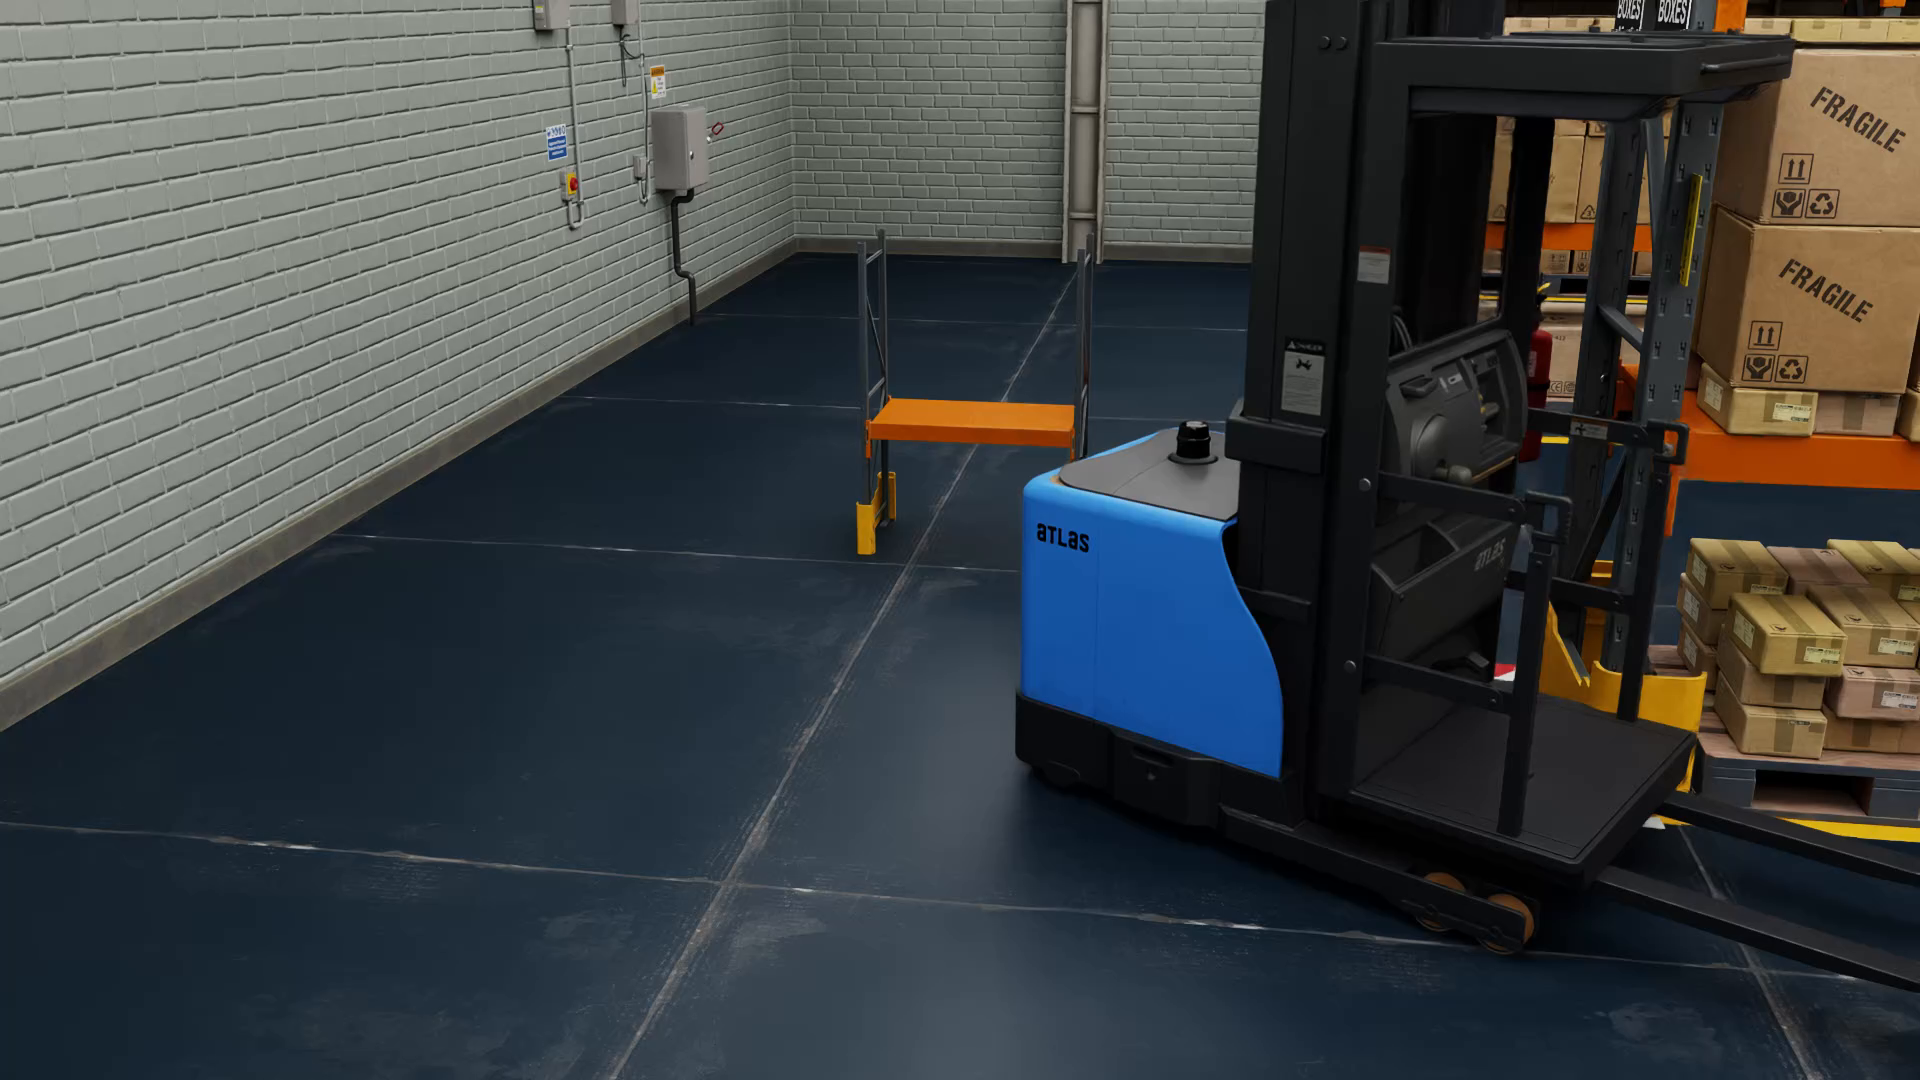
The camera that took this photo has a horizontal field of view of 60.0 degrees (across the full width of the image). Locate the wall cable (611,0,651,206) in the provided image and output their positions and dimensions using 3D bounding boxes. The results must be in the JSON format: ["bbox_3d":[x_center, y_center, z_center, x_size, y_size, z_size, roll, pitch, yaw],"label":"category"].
[{"bbox_3d":[-2.394,-3.450,12.286,0.122,1.984,0.588,3,19,9],"label":"wall cable"}]

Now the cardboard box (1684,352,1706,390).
[{"bbox_3d":[2.645,-0.644,5.896,0.250,0.149,0.380,3,19,9],"label":"cardboard box"}]

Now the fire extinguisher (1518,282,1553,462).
[{"bbox_3d":[2.103,-0.635,6.182,0.183,0.674,0.296,3,19,9],"label":"fire extinguisher"}]

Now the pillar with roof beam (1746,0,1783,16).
[{"bbox_3d":[6.470,-5.414,10.303,0.400,9.000,9.100,3,19,9],"label":"pillar with roof beam"}]

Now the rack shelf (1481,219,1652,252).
[{"bbox_3d":[4.939,-1.805,10.104,4.000,0.370,1.077,3,19,9],"label":"rack shelf"}]

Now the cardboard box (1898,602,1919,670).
[{"bbox_3d":[3.262,0.341,5.449,0.250,0.149,0.380,3,19,9],"label":"cardboard box"}]

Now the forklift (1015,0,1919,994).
[{"bbox_3d":[1.655,-0.394,4.862,3.031,2.935,1.130,14,23,37],"label":"forklift"}]

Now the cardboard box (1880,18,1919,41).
[{"bbox_3d":[5.307,-2.875,9.412,0.250,0.149,0.380,3,19,7],"label":"cardboard box"}]

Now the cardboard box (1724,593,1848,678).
[{"bbox_3d":[2.742,0.312,5.535,0.250,0.149,0.380,2,19,6],"label":"cardboard box"}]

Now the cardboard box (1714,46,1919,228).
[{"bbox_3d":[2.680,-1.248,5.103,0.500,0.500,0.500,3,19,8],"label":"cardboard box"}]

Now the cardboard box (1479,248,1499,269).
[{"bbox_3d":[4.750,-2.555,15.044,0.250,0.149,0.380,2,19,6],"label":"cardboard box"}]

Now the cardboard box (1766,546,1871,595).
[{"bbox_3d":[3.080,0.158,5.998,0.250,0.149,0.380,3,19,10],"label":"cardboard box"}]

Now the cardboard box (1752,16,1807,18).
[{"bbox_3d":[4.875,-3.055,9.949,0.250,0.149,0.380,4,19,10],"label":"cardboard box"}]

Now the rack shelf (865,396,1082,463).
[{"bbox_3d":[0.084,-0.536,8.109,1.000,0.185,0.538,3,19,9],"label":"rack shelf"}]

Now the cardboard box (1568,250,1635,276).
[{"bbox_3d":[5.680,-2.642,14.750,0.500,0.500,0.500,3,19,10],"label":"cardboard box"}]

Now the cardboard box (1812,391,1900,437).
[{"bbox_3d":[2.804,-0.453,5.326,0.250,0.149,0.380,4,19,11],"label":"cardboard box"}]

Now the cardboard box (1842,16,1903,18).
[{"bbox_3d":[5.374,-3.021,9.848,0.250,0.149,0.380,3,19,8],"label":"cardboard box"}]

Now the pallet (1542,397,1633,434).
[{"bbox_3d":[3.766,-0.909,10.686,1.213,0.211,1.003,3,19,9],"label":"pallet"}]

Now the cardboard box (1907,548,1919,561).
[{"bbox_3d":[3.602,0.164,5.980,0.250,0.149,0.380,2,19,6],"label":"cardboard box"}]

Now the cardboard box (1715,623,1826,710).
[{"bbox_3d":[2.755,0.428,5.660,0.250,0.149,0.380,4,19,11],"label":"cardboard box"}]

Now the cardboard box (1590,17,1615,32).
[{"bbox_3d":[3.779,-2.932,9.582,0.250,0.149,0.380,4,19,10],"label":"cardboard box"}]

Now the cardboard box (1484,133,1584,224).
[{"bbox_3d":[3.392,-2.180,9.934,0.500,0.500,0.500,3,19,8],"label":"cardboard box"}]

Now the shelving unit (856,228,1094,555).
[{"bbox_3d":[0.075,-0.707,8.054,1.083,1.500,0.587,3,19,9],"label":"shelving unit"}]

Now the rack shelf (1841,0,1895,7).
[{"bbox_3d":[5.722,-4.783,14.276,4.000,0.370,1.077,3,19,9],"label":"rack shelf"}]

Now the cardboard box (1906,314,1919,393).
[{"bbox_3d":[3.210,-0.751,5.195,0.500,0.500,0.500,3,19,9],"label":"cardboard box"}]

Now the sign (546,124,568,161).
[{"bbox_3d":[-2.675,-2.639,11.038,0.001,0.218,0.327,3,19,9],"label":"sign"}]

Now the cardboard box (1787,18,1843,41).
[{"bbox_3d":[4.795,-2.880,9.428,0.250,0.149,0.380,2,19,7],"label":"cardboard box"}]

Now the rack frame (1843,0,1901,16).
[{"bbox_3d":[7.697,-3.601,14.337,0.127,3.000,1.000,3,19,9],"label":"rack frame"}]

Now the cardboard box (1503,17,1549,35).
[{"bbox_3d":[3.271,-2.971,9.701,0.250,0.149,0.380,3,19,10],"label":"cardboard box"}]

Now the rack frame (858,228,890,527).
[{"bbox_3d":[-0.418,-0.733,8.129,0.032,1.500,0.500,3,19,9],"label":"rack frame"}]

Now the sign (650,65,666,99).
[{"bbox_3d":[-2.343,-3.559,12.911,0.001,0.242,0.339,3,19,9],"label":"sign"}]

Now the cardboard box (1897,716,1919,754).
[{"bbox_3d":[3.263,0.586,5.655,0.250,0.149,0.380,3,19,9],"label":"cardboard box"}]

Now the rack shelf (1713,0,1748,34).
[{"bbox_3d":[4.253,-1.672,4.978,4.000,0.370,1.077,3,19,9],"label":"rack shelf"}]

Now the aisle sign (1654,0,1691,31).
[{"bbox_3d":[2.159,-1.834,4.959,0.004,0.787,0.394,3,19,9],"label":"aisle sign"}]

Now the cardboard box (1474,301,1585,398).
[{"bbox_3d":[3.631,-1.229,10.625,0.875,0.438,0.875,2,19,7],"label":"cardboard box"}]

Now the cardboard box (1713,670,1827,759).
[{"bbox_3d":[2.745,0.588,5.648,0.250,0.149,0.380,3,19,10],"label":"cardboard box"}]

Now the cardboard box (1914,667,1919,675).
[{"bbox_3d":[3.272,0.444,5.612,0.250,0.149,0.380,3,19,9],"label":"cardboard box"}]

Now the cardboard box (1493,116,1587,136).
[{"bbox_3d":[3.393,-2.655,9.778,0.500,0.500,0.500,3,19,7],"label":"cardboard box"}]

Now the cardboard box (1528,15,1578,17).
[{"bbox_3d":[3.604,-3.115,10.131,0.250,0.149,0.380,3,19,10],"label":"cardboard box"}]

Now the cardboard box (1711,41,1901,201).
[{"bbox_3d":[2.770,-1.409,5.583,0.500,0.500,0.500,3,19,8],"label":"cardboard box"}]

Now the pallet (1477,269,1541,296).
[{"bbox_3d":[4.610,-2.436,15.251,1.213,0.211,1.003,3,19,9],"label":"pallet"}]
